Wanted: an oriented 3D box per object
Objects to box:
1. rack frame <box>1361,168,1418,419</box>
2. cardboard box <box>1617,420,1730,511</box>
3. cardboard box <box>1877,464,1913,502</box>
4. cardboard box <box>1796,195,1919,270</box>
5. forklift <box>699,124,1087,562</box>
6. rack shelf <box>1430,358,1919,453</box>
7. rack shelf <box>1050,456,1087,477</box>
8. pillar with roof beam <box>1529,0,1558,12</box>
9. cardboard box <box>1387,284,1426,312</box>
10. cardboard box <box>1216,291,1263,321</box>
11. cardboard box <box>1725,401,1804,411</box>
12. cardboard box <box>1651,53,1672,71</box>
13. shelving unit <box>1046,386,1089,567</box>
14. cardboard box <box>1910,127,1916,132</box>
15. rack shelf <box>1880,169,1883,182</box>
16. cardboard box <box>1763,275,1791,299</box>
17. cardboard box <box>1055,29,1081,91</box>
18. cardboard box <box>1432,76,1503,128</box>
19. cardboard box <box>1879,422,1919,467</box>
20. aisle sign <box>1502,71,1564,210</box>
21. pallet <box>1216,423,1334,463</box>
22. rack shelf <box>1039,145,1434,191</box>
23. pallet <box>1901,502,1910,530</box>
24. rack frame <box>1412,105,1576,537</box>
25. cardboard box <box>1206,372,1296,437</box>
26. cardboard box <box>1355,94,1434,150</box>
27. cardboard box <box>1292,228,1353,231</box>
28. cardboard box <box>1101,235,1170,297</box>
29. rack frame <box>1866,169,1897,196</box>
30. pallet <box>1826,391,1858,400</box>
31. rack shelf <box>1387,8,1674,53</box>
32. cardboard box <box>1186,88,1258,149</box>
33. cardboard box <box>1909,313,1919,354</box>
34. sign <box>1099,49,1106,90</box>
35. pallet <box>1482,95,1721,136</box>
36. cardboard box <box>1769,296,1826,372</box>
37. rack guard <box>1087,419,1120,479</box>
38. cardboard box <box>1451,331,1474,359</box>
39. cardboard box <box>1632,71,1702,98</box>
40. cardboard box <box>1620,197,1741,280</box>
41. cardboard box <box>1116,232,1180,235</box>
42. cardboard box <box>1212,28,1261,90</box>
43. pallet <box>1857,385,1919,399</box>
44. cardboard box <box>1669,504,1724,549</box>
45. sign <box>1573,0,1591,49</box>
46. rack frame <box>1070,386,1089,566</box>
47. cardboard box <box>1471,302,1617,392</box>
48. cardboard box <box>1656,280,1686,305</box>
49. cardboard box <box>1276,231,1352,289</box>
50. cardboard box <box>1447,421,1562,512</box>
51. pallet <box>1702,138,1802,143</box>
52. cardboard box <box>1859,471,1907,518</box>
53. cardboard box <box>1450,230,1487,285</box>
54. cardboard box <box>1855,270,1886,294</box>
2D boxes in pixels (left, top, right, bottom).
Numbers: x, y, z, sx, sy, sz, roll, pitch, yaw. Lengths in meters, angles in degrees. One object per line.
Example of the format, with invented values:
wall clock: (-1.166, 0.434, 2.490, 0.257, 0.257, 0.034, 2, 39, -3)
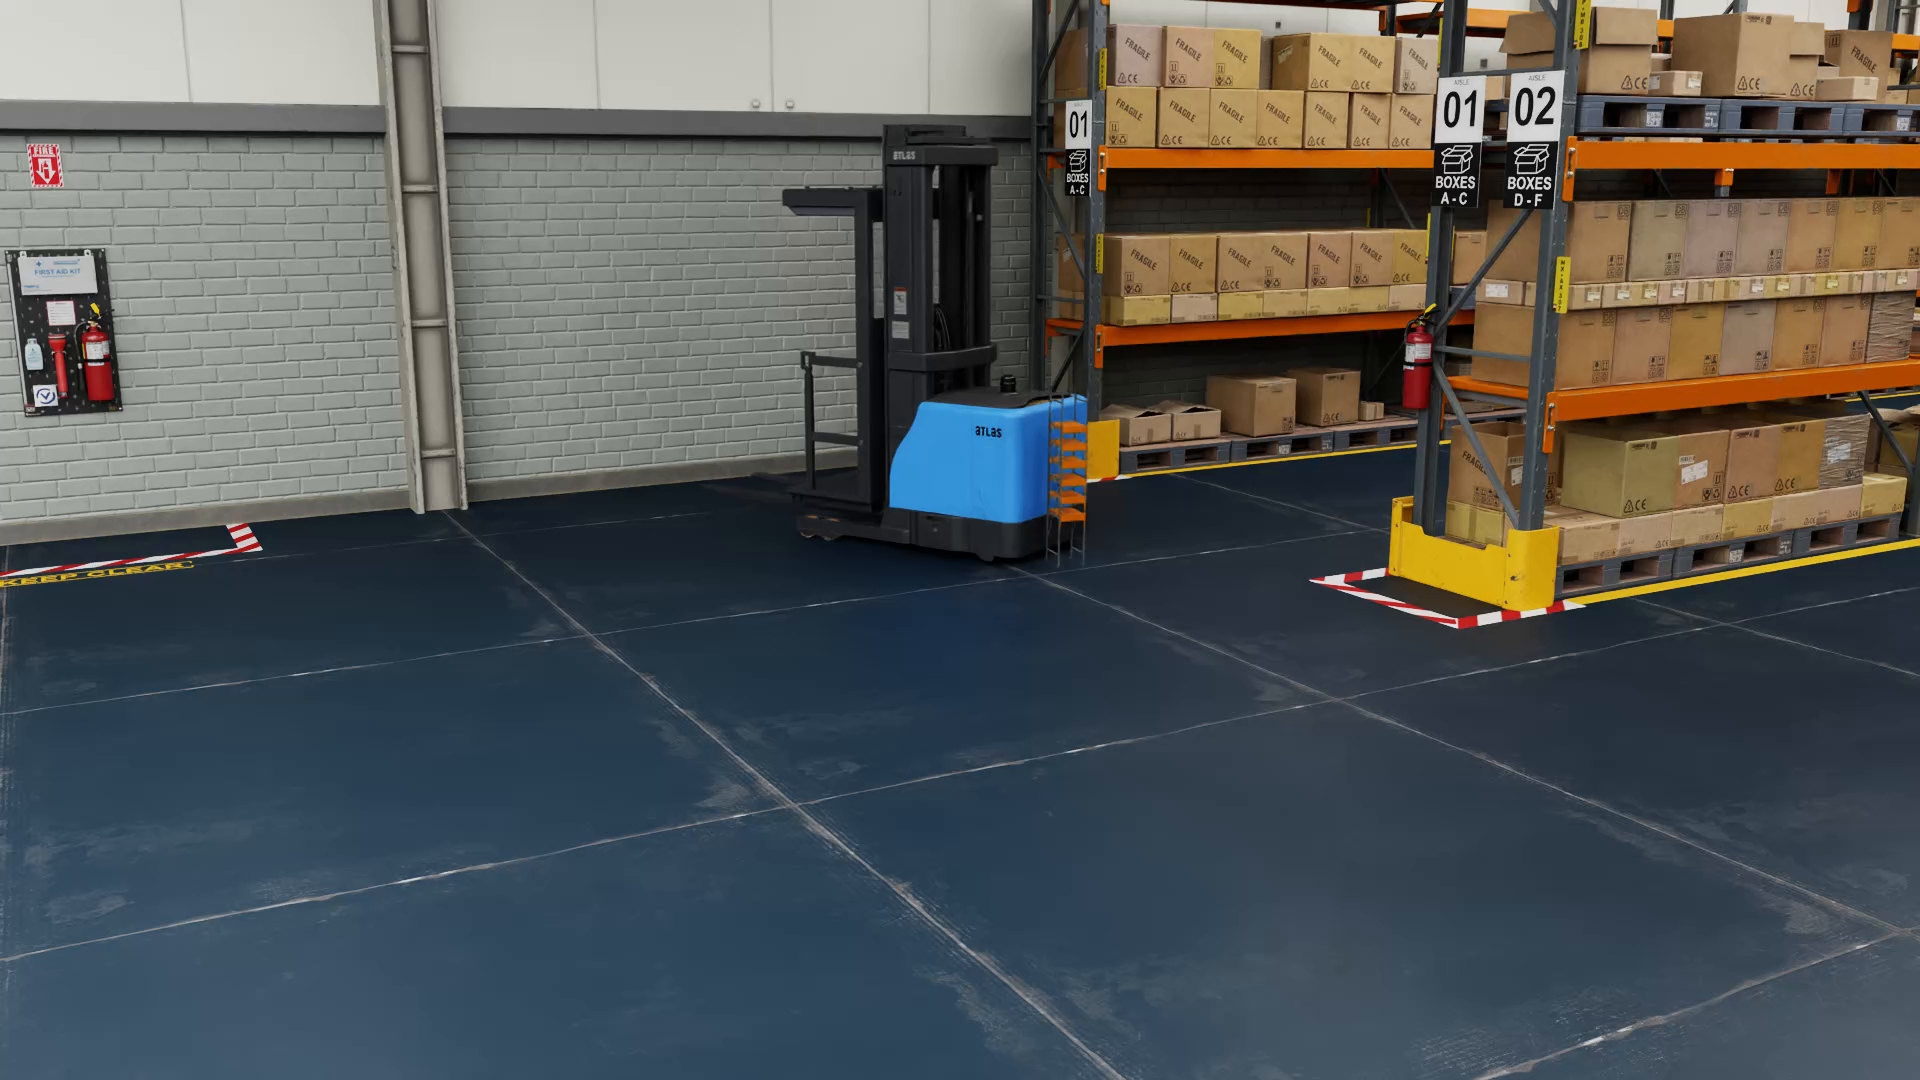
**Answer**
rack frame: (4.430, -2.530, 16.518, 0.127, 3.000, 1.000, -7, 14, -28)
cardboard box: (4.744, -0.506, 11.122, 0.500, 0.500, 0.500, -7, 14, -28)
cardboard box: (7.279, -0.434, 12.510, 0.500, 0.250, 0.500, -7, 15, -29)
cardboard box: (6.420, -2.209, 11.912, 0.500, 0.500, 0.700, -7, 14, -28)
forklift: (-0.592, -1.509, 12.137, 3.031, 2.935, 1.130, 8, 15, 33)
rack shelf: (5.051, -1.014, 11.422, 4.000, 0.370, 1.077, -7, 14, -28)
rack shelf: (0.727, -0.505, 11.267, 0.180, 0.103, 0.258, -3, 13, -18)
pillar with roof beam: (8.448, -5.078, 14.176, 0.400, 9.000, 9.100, -7, 14, -28)
cardboard box: (4.159, -2.358, 16.051, 0.500, 0.250, 0.500, -7, 14, -28)
cardboard box: (2.398, -2.145, 15.107, 0.500, 0.250, 0.500, -7, 15, -29)
cardboard box: (5.815, -0.762, 12.262, 0.500, 0.500, 0.500, -7, 14, -28)
cardboard box: (4.668, -3.078, 11.051, 0.500, 0.311, 0.500, -5, 14, -21)
shelving unit: (0.727, -0.431, 11.284, 0.189, 1.200, 0.258, -3, 13, -18)
cardboard box: (11.940, -5.132, 20.408, 0.500, 0.250, 0.500, -7, 14, -27)
rack shelf: (13.207, -4.694, 20.942, 4.000, 0.370, 1.077, -7, 14, -28)
cardboard box: (5.324, -1.709, 11.166, 0.250, 0.149, 0.380, -6, 14, -26)
cardboard box: (1.172, -4.214, 14.621, 0.500, 0.500, 0.500, -6, 14, -25)
cardboard box: (4.948, -4.289, 16.319, 0.500, 0.500, 0.500, -5, 13, -20)
cardboard box: (7.289, -0.708, 12.452, 0.500, 0.311, 0.500, -7, 14, -28)
aisle sign: (3.385, -2.357, 9.830, 0.004, 0.787, 0.394, -7, 14, -28)
pallet: (2.785, -0.963, 15.906, 1.213, 0.211, 1.003, -7, 14, -28)
rack shelf: (2.674, -3.432, 15.333, 4.000, 0.370, 1.077, -7, 14, -28)
pallet: (7.435, -0.300, 12.962, 1.213, 0.211, 1.003, -7, 14, -28)
rack frame: (3.296, -1.155, 10.408, 0.127, 3.000, 1.000, -7, 14, -28)
cardboard box: (2.738, -1.287, 15.687, 0.500, 0.500, 0.700, -8, 15, -31)
cardboard box: (4.103, -3.951, 15.727, 0.500, 0.500, 0.500, -6, 14, -26)
cardboard box: (3.461, -2.769, 16.171, 0.500, 0.500, 0.500, -7, 14, -28)
cardboard box: (1.482, -2.404, 14.546, 0.500, 0.500, 0.500, -7, 14, -28)
rack frame: (11.452, -3.371, 20.258, 0.127, 3.000, 1.000, -7, 14, -28)
pallet: (9.738, -1.786, 19.564, 1.213, 0.211, 1.003, -7, 14, -28)
rack shelf: (6.185, -5.121, 16.917, 4.000, 0.370, 1.077, -7, 14, -28)
cardboard box: (2.275, -3.723, 14.715, 0.500, 0.500, 0.500, -6, 14, -25)
cardboard box: (7.218, -1.563, 12.562, 0.500, 0.250, 0.500, -6, 14, -24)
sign: (1.179, -3.894, 13.758, 0.005, 0.325, 0.100, -7, 14, -28)
pallet: (3.929, -2.644, 10.397, 1.213, 0.211, 1.003, -7, 14, -28)
cardboard box: (5.518, -1.468, 11.571, 0.500, 0.500, 0.700, -7, 14, -27)
rack guard: (0.986, -0.897, 14.958, 0.348, 0.500, 1.175, -7, 14, -28)
cardboard box: (5.453, -2.018, 17.229, 0.500, 0.250, 0.500, -7, 15, -29)
cardboard box: (4.413, -2.858, 10.444, 0.250, 0.149, 0.380, -7, 14, -28)
cardboard box: (4.659, -1.998, 10.973, 0.500, 0.500, 0.700, -7, 14, -28)
cardboard box: (1.677, -2.553, 15.209, 0.500, 0.500, 0.500, -7, 14, -27)
cardboard box: (2.282, -4.211, 14.608, 0.500, 0.500, 0.500, -6, 14, -26)
pallet: (10.811, -1.915, 20.139, 1.213, 0.211, 1.003, -7, 14, -28)
cardboard box: (4.749, -0.137, 11.194, 0.500, 0.250, 0.500, -7, 14, -28)
sign: (3.556, -2.976, 9.496, 0.005, 0.325, 0.100, -7, 14, -28)
rack frame: (0.813, -0.436, 11.312, 0.006, 1.200, 0.240, -3, 13, -18)
cardboard box: (3.712, -1.250, 10.604, 0.500, 0.500, 0.700, -7, 14, -28)
cardboard box: (4.416, -1.600, 10.682, 0.250, 0.149, 0.380, -7, 14, -29)
cardboard box: (3.281, -2.618, 15.500, 0.500, 0.500, 0.500, -7, 15, -29)
cardboard box: (3.624, -0.498, 11.087, 0.500, 0.500, 0.500, -7, 14, -28)
pallet: (8.481, -4.400, 18.426, 1.003, 0.211, 1.213, -6, 14, -25)
cardboard box: (6.504, -0.348, 12.130, 0.500, 0.250, 0.500, -7, 14, -28)
cardboard box: (4.893, -2.840, 16.667, 0.500, 0.500, 0.700, -7, 14, -28)
cardboard box: (6.224, -1.817, 11.647, 0.250, 0.149, 0.380, -7, 15, -30)
